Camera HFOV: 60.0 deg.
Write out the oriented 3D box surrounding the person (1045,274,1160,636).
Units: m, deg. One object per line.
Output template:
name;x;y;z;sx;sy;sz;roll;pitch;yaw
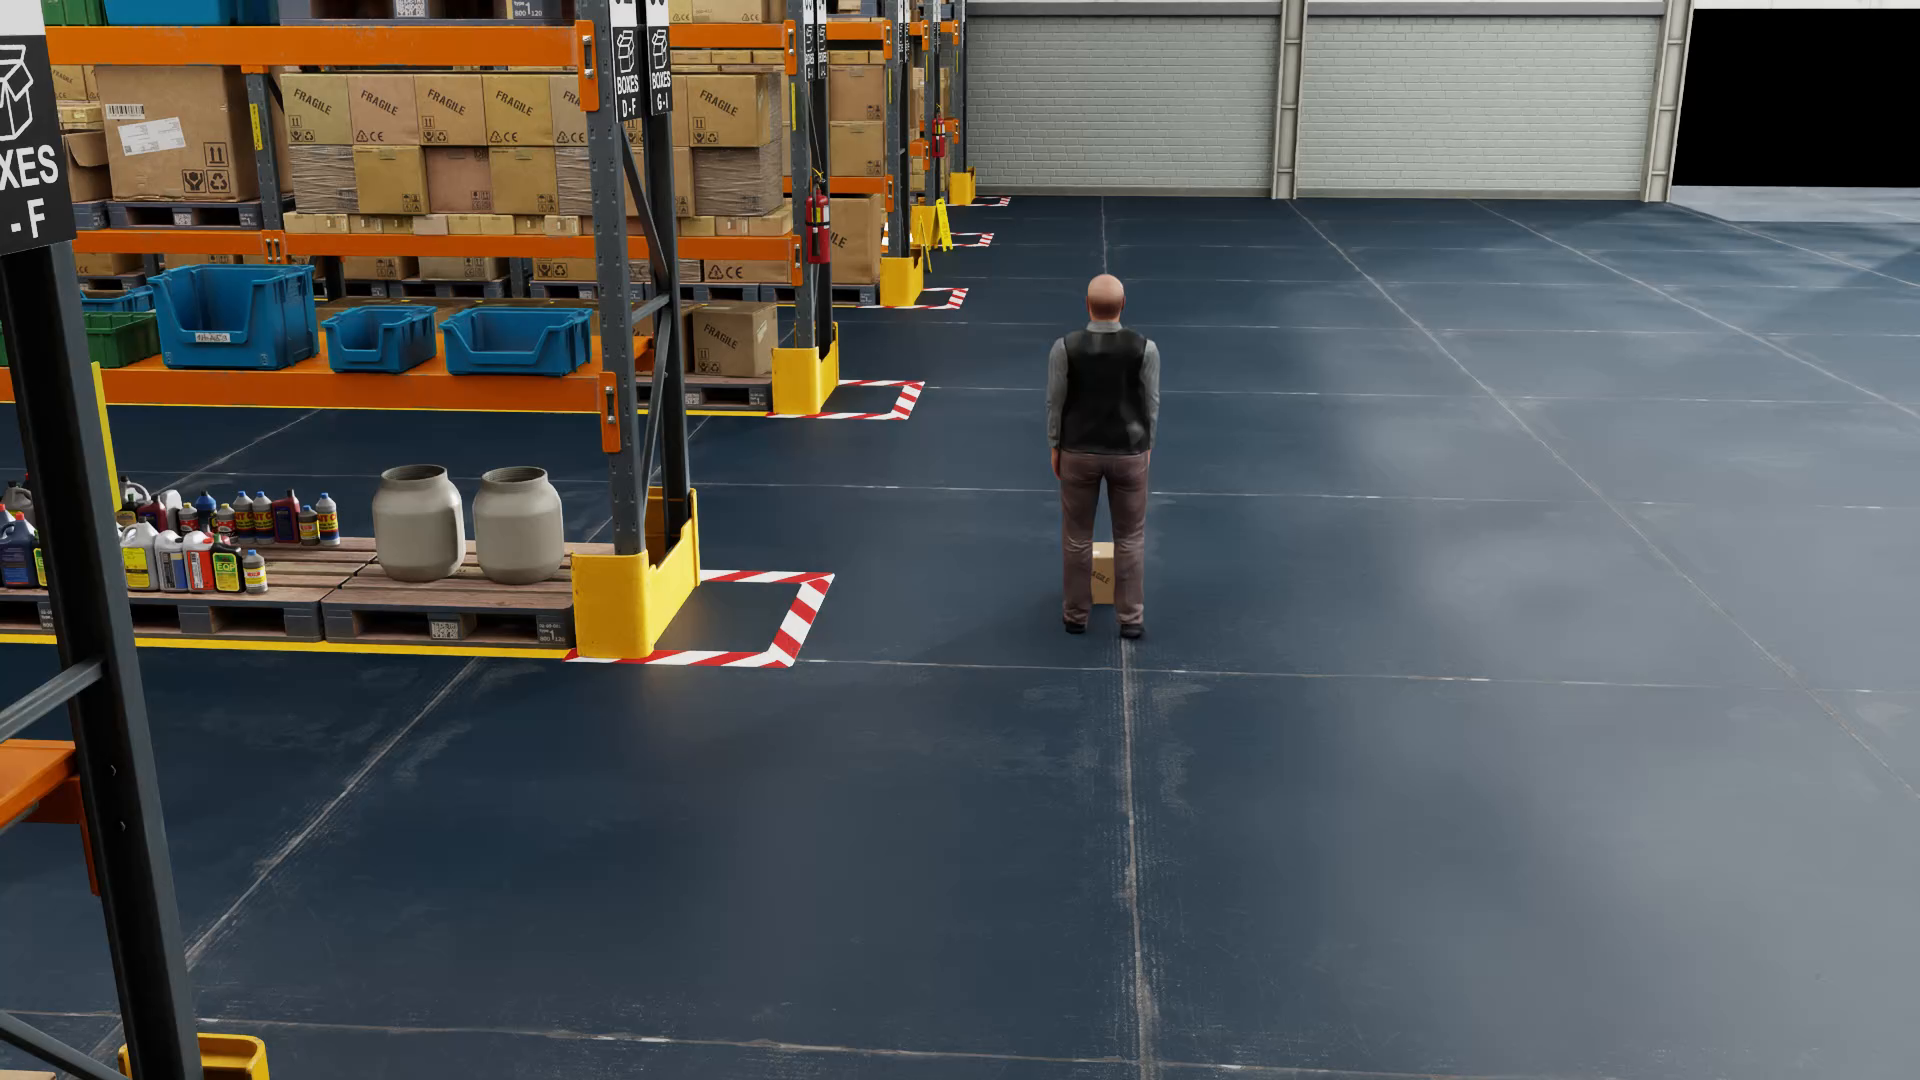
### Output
person;0.666;-0.371;7.862;0.533;1.770;0.357;2;17;5
